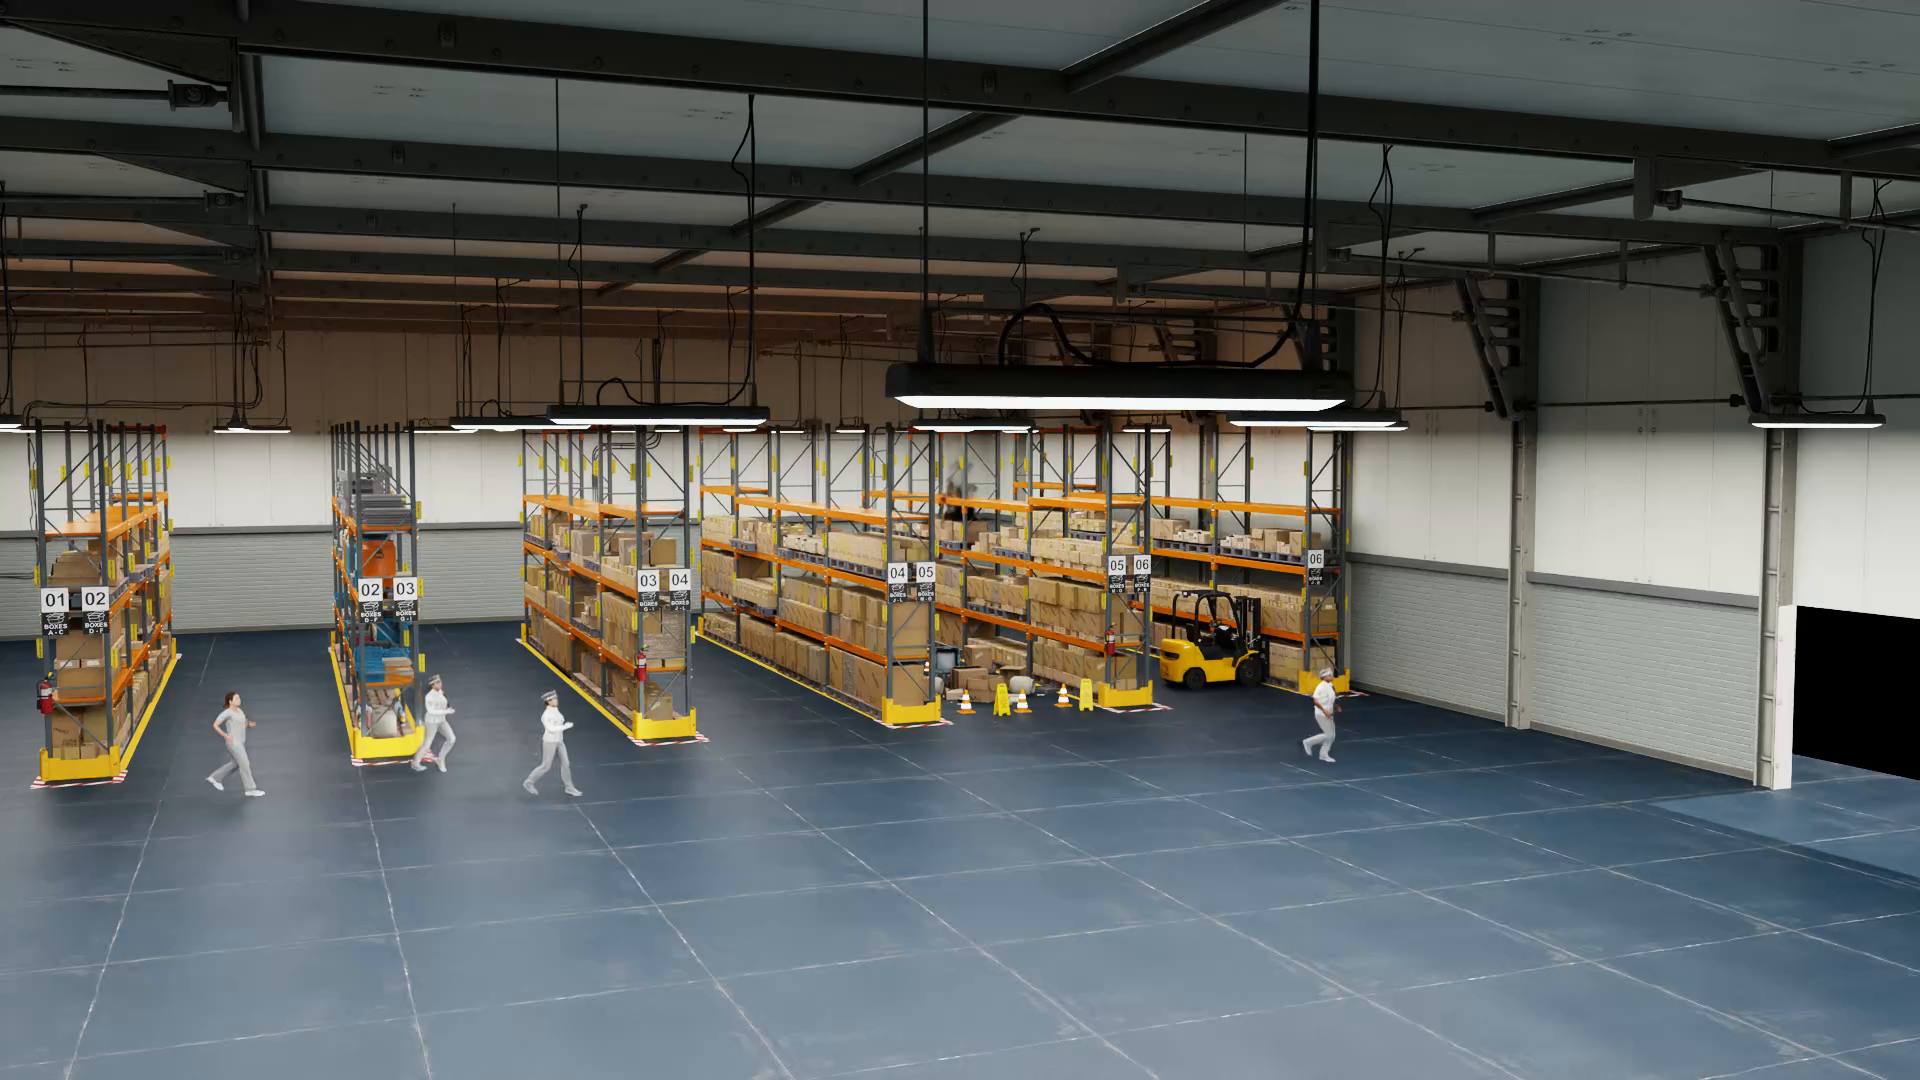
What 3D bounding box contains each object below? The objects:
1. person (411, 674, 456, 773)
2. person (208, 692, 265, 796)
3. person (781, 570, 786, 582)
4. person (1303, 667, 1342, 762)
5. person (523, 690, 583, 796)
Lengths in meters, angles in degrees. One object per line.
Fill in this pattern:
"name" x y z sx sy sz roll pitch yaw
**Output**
"person" -8.897 3.110 28.220 0.835 1.692 0.619 1 4 18
"person" -11.495 3.220 26.352 0.965 1.647 0.569 0 4 4
"person" -5.311 1.782 50.146 0.754 1.737 0.574 -1 4 -20
"person" 6.411 3.067 29.359 0.605 1.676 0.574 2 4 29
"person" -6.441 3.210 26.270 0.924 1.696 0.604 0 4 5
